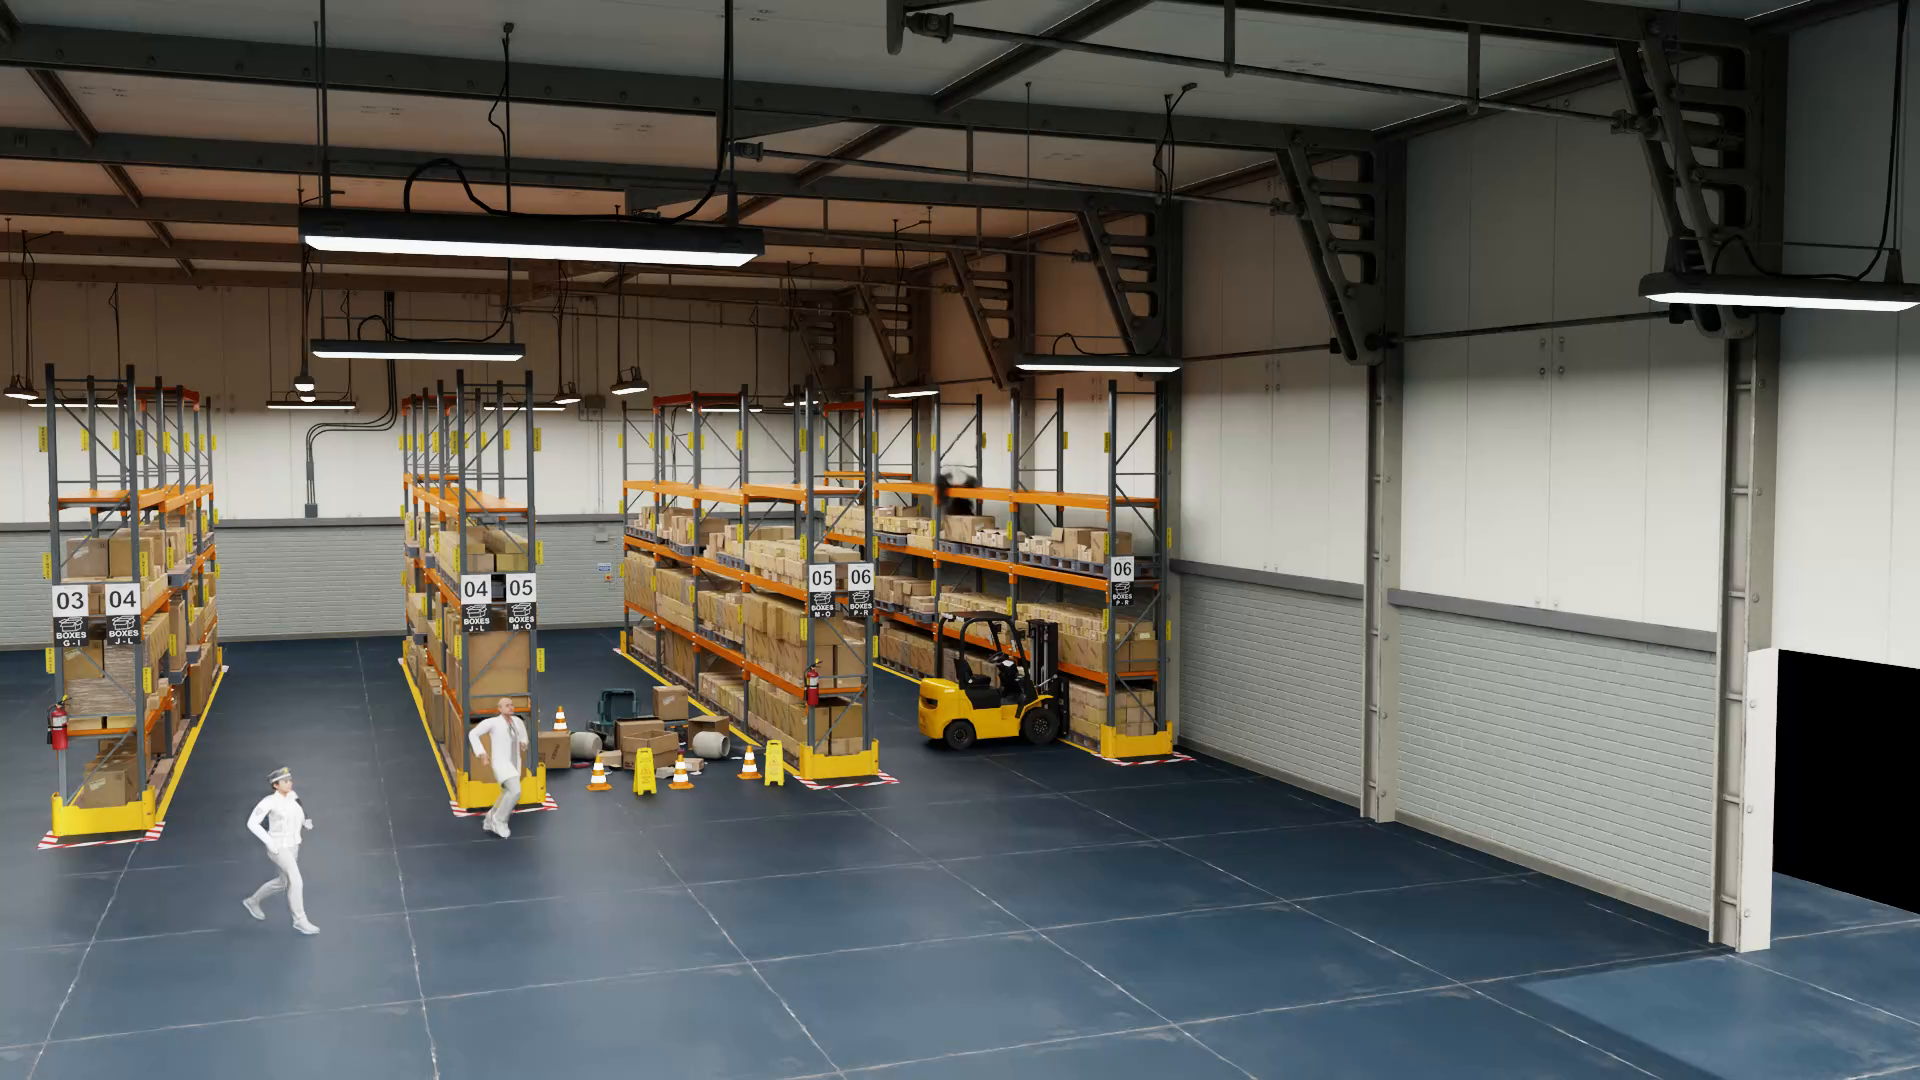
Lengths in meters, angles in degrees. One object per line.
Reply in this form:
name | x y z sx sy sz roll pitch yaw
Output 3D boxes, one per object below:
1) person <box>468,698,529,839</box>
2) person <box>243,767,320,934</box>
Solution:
person | -5.790 2.887 21.183 0.702 1.759 0.688 2 4 27
person | -6.965 3.161 17.063 0.861 1.710 0.603 1 3 13
